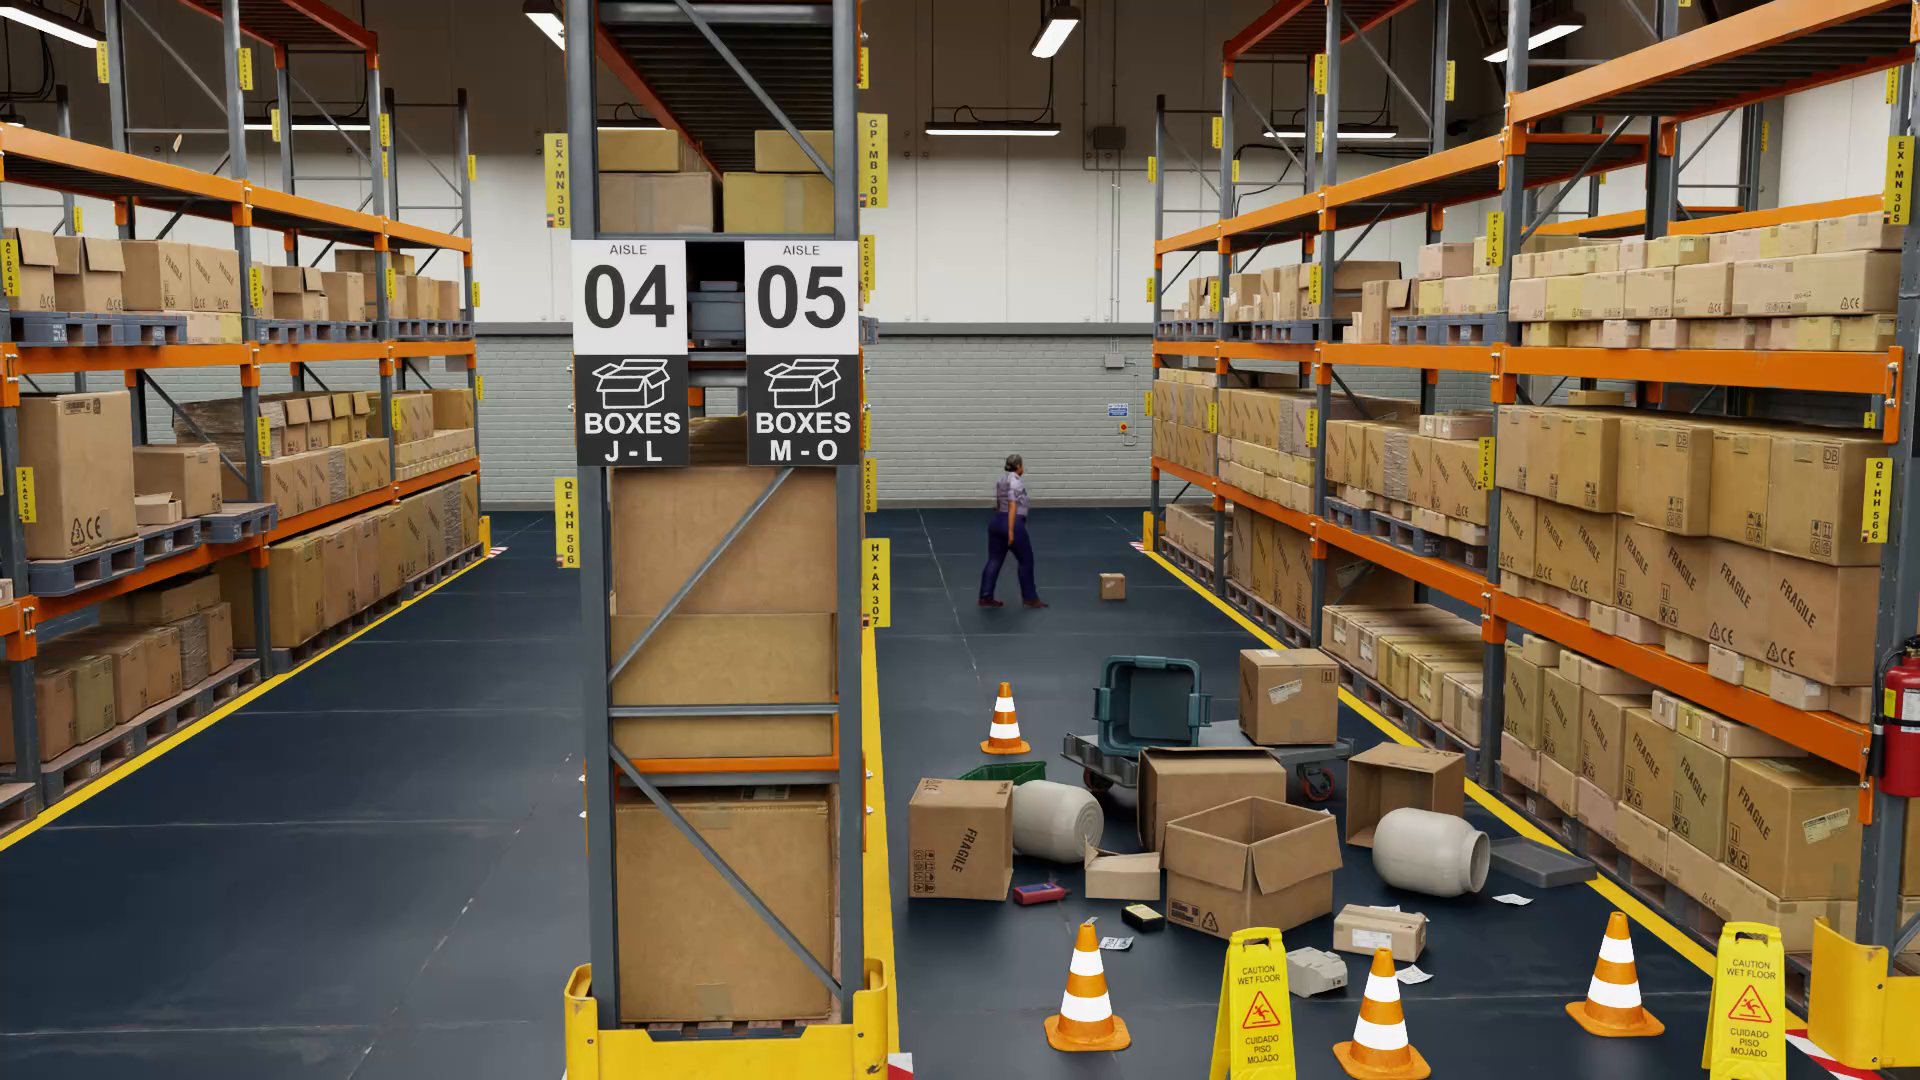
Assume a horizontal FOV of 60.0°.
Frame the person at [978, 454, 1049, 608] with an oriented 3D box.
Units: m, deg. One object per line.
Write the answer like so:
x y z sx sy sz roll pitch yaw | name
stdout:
0.528 -0.080 17.619 0.754 1.639 0.505 -4 8 -33 | person
